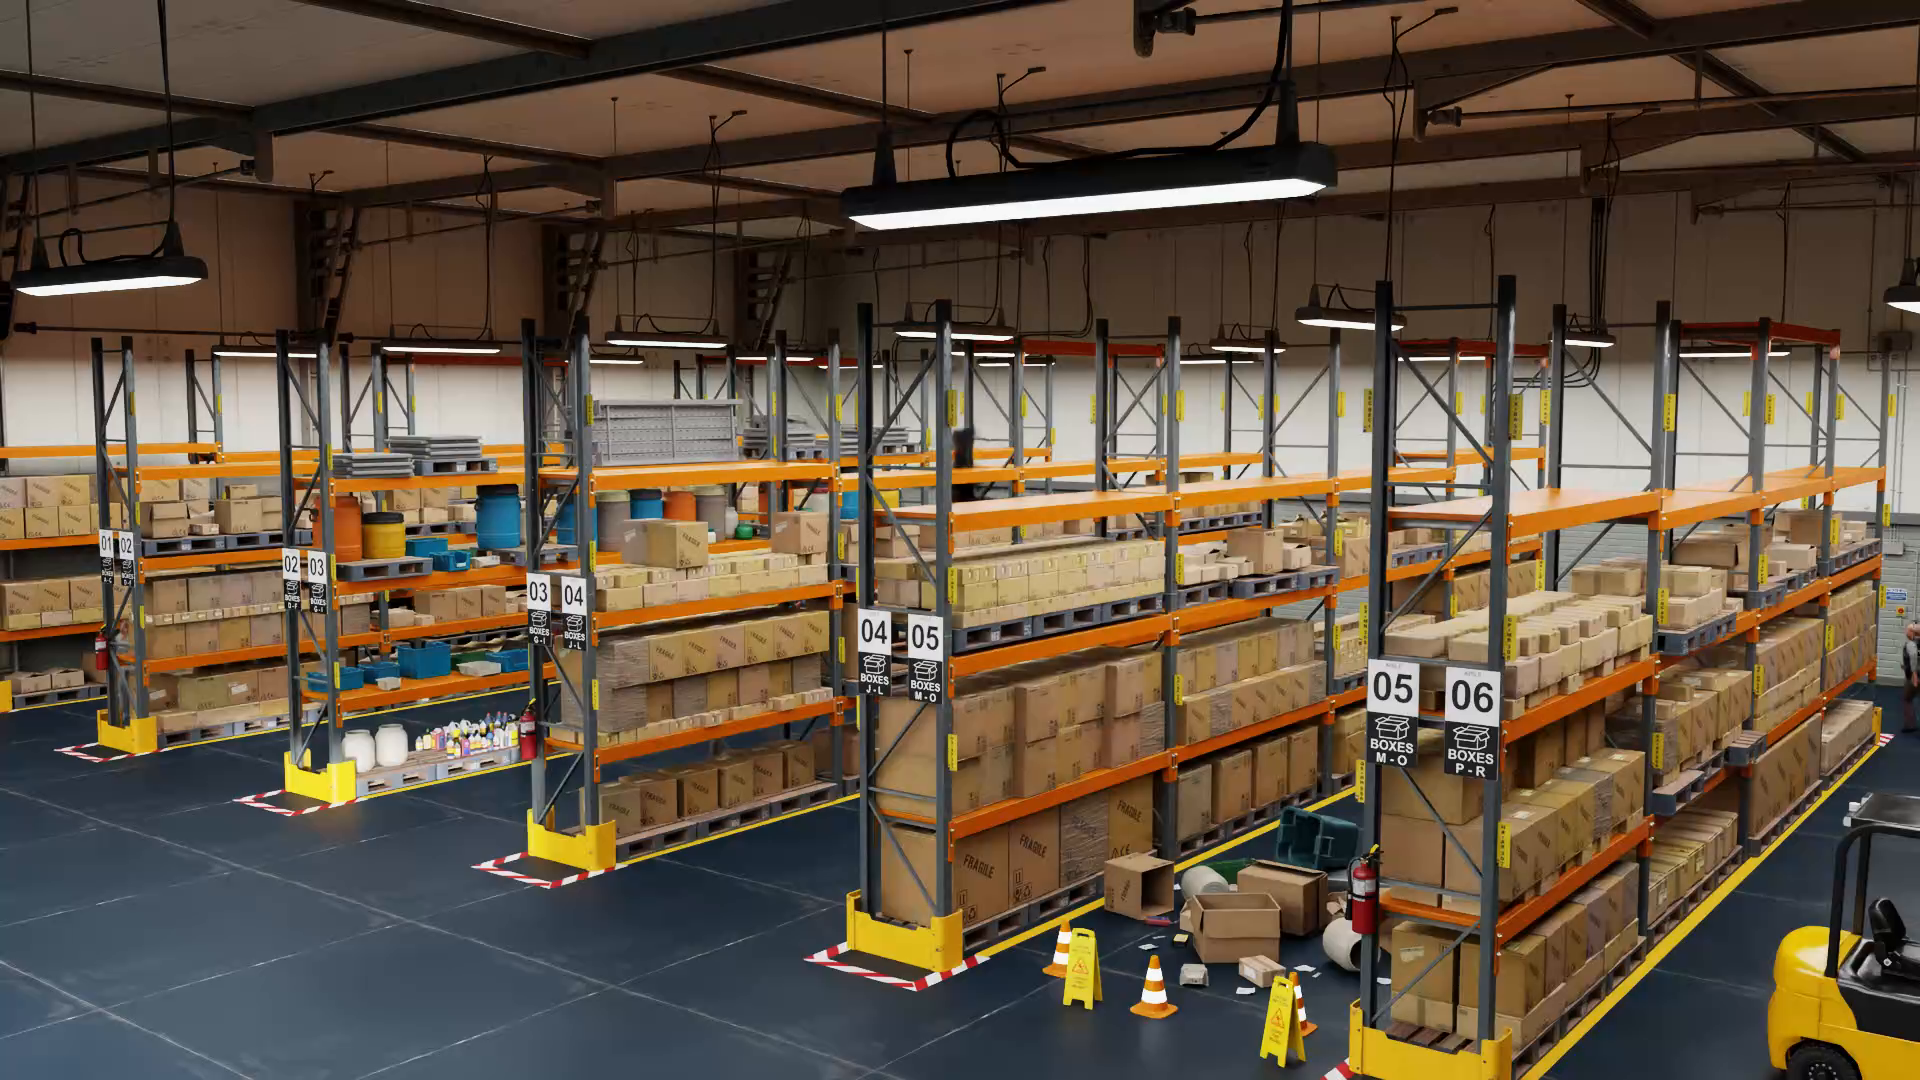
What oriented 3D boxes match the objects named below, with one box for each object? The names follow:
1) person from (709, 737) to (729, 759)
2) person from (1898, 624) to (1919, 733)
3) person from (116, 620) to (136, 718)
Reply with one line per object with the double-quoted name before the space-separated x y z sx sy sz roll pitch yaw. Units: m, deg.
"person" -3.383 2.312 22.858 0.658 1.752 0.975 2 5 19
"person" 14.541 2.145 25.142 0.637 1.728 0.874 -1 5 -12
"person" -13.224 2.059 26.502 0.571 1.621 0.869 1 5 9
